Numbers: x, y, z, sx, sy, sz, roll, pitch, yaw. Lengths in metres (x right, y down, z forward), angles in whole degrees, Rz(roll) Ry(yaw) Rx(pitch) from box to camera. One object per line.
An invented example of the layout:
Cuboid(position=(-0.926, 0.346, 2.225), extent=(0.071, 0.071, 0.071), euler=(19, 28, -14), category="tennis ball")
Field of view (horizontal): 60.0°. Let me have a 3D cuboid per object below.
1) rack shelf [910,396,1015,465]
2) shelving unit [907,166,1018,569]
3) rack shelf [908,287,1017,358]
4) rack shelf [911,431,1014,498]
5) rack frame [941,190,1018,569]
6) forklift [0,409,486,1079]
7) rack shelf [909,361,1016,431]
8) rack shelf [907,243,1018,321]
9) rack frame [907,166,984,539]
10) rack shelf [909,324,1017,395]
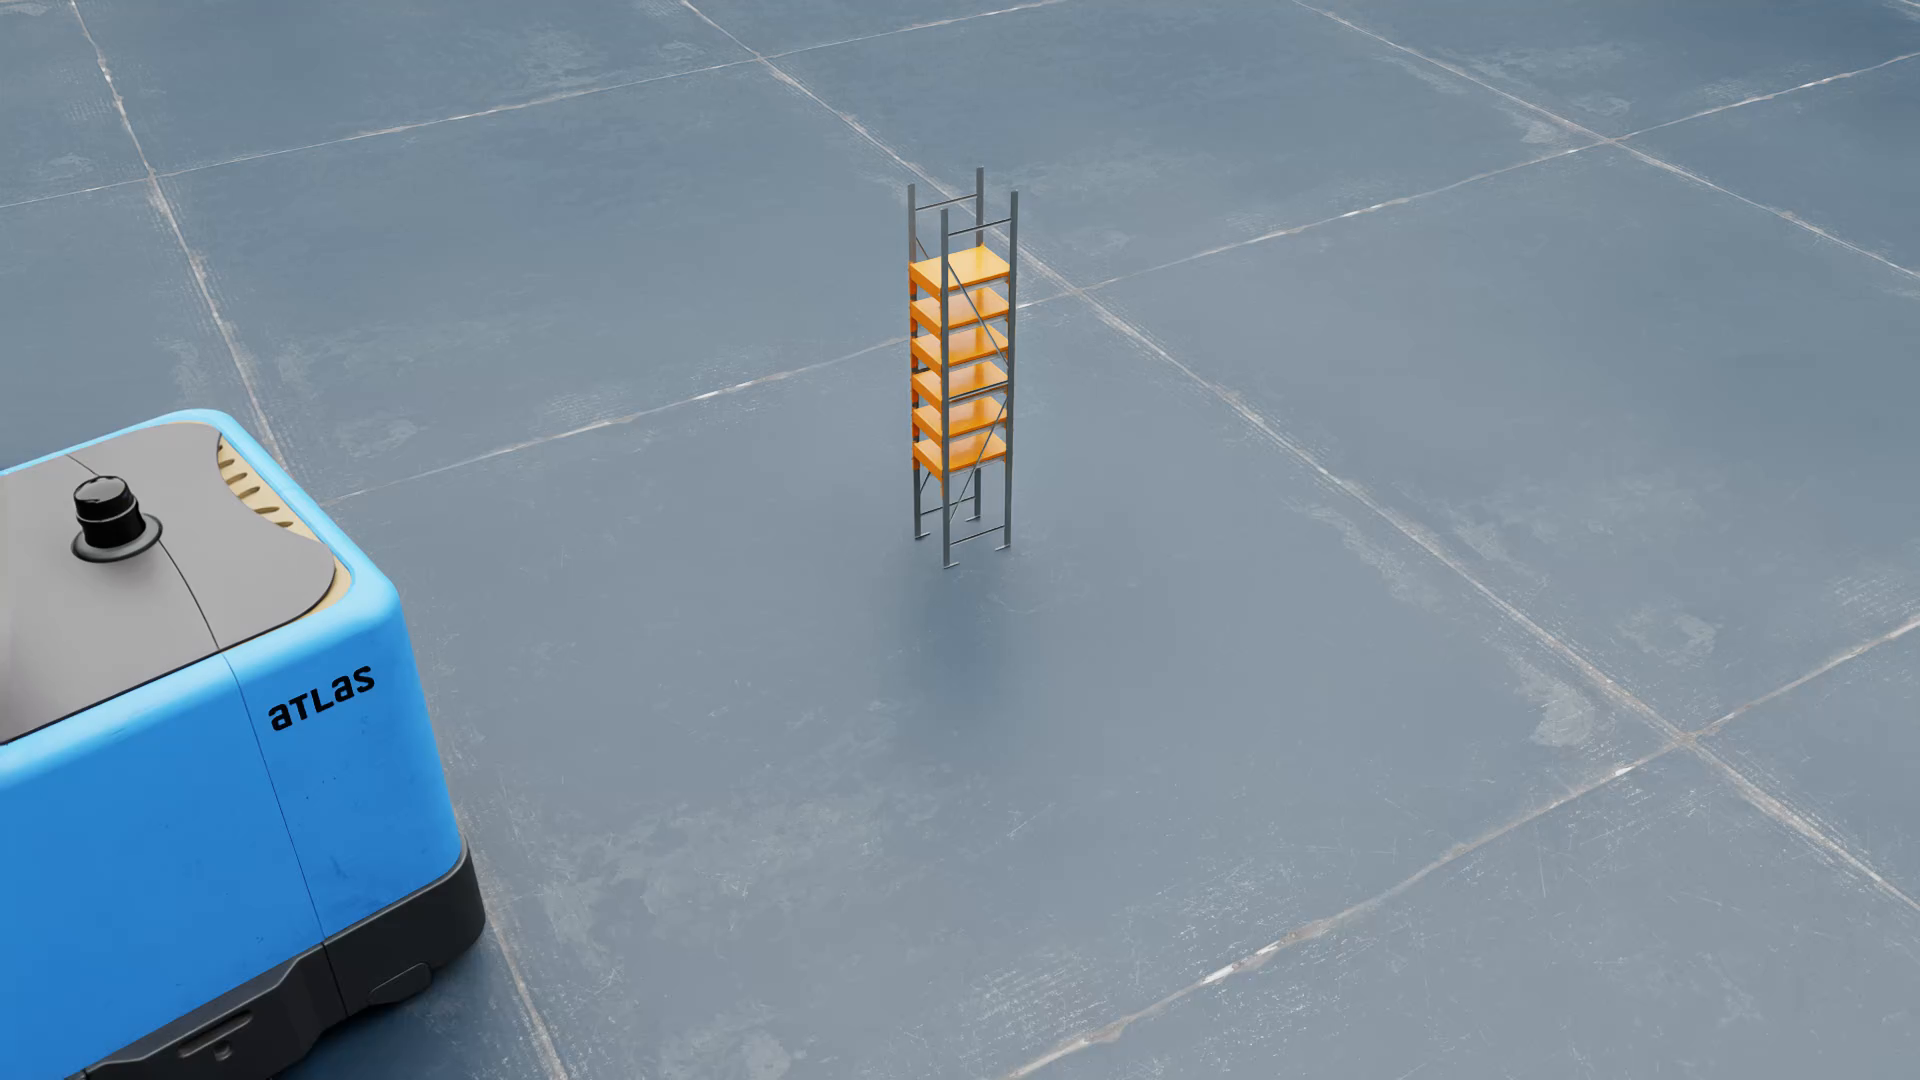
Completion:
Cuboid(position=(0.007, -0.344, 4.983), extent=(0.258, 0.103, 0.180), euler=(-19, 40, -24), category="rack shelf")
Cuboid(position=(0.007, -0.477, 4.886), extent=(0.258, 1.200, 0.189), euler=(-19, 40, -24), category="shelving unit")
Cuboid(position=(0.007, -0.635, 4.771), extent=(0.258, 0.103, 0.180), euler=(-19, 40, -24), category="rack shelf")
Cuboid(position=(0.007, -0.247, 5.054), extent=(0.258, 0.103, 0.180), euler=(-19, 40, -24), category="rack shelf")
Cuboid(position=(0.053, -0.430, 4.822), extent=(0.240, 1.200, 0.006), euler=(-19, 40, -24), category="rack frame")
Cuboid(position=(-2.557, 0.136, 2.579), extent=(3.031, 2.935, 1.130), euler=(-27, 44, -32), category="forklift")
Cuboid(position=(0.007, -0.441, 4.912), extent=(0.258, 0.103, 0.180), euler=(-19, 40, -24), category="rack shelf")
Cuboid(position=(0.007, -0.732, 4.700), extent=(0.258, 0.103, 0.180), euler=(-19, 40, -24), category="rack shelf")
Cuboid(position=(-0.039, -0.524, 4.950), extent=(0.240, 1.200, 0.006), euler=(-19, 40, -24), category="rack frame")
Cuboid(position=(0.007, -0.538, 4.841), extent=(0.258, 0.103, 0.180), euler=(-19, 40, -24), category="rack shelf")
